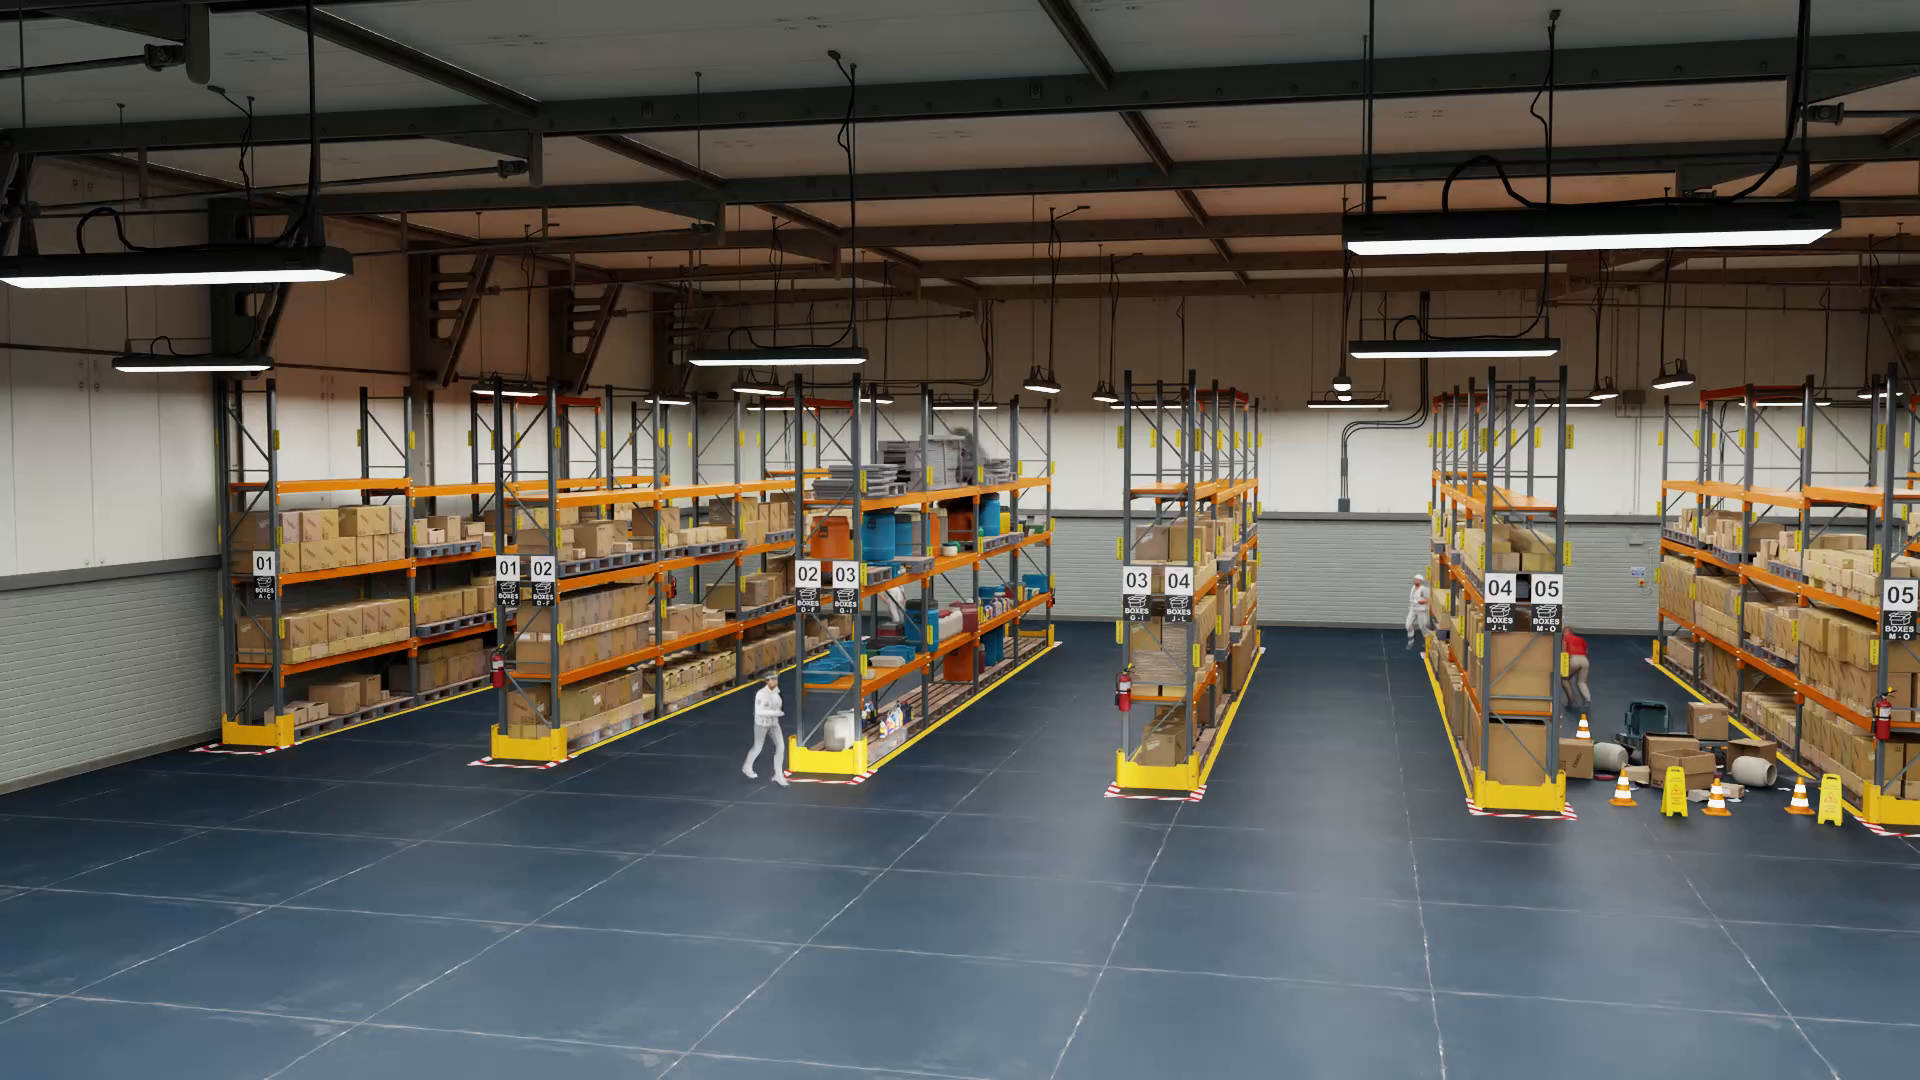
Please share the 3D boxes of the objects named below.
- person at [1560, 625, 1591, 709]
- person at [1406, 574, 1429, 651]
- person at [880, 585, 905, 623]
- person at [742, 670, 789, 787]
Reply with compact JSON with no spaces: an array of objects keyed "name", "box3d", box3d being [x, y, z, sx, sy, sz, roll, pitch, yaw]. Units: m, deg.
[{"name":"person","box3d":[11.563,2.405,31.085,0.644,1.521,1.147,0,3,-7]},{"name":"person","box3d":[10.931,1.733,39.604,0.772,1.839,0.638,-2,4,-33]},{"name":"person","box3d":[-1.666,1.642,41.786,0.658,1.740,0.778,-1,4,-23]},{"name":"person","box3d":[-2.835,2.713,24.199,0.528,1.696,0.902,-3,5,-44]}]
